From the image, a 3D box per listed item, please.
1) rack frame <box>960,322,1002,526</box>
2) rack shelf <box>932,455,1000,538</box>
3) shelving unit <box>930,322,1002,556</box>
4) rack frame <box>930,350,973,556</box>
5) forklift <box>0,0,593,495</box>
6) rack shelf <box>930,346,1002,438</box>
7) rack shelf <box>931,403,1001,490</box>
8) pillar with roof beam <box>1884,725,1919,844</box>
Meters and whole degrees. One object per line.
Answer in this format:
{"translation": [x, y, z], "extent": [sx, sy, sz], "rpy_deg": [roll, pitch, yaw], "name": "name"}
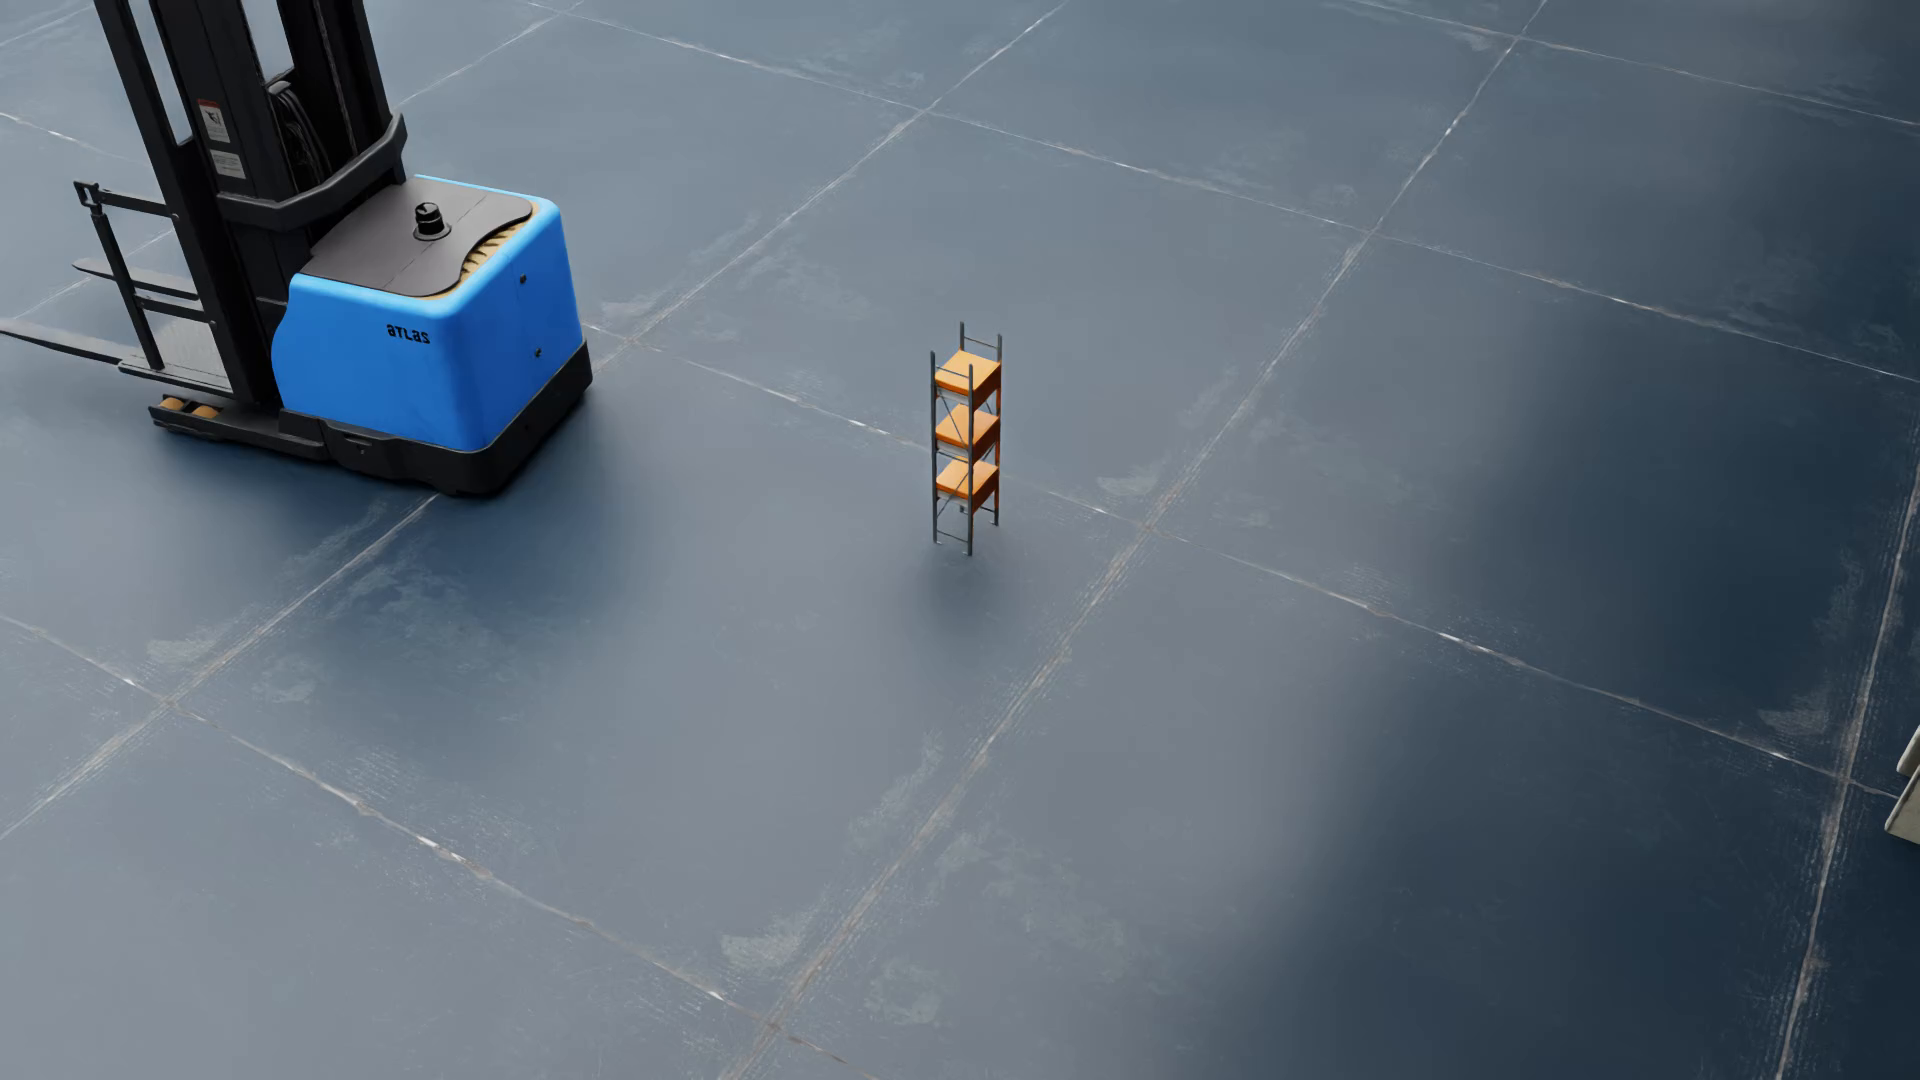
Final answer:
{"translation": [0.088, -0.494, 7.333], "extent": [0.200, 1.050, 0.008], "rpy_deg": [21, 45, 22], "name": "rack frame"}
{"translation": [0.027, -0.208, 7.444], "extent": [0.215, 0.259, 0.240], "rpy_deg": [21, 45, 22], "name": "rack shelf"}
{"translation": [0.027, -0.425, 7.253], "extent": [0.215, 1.050, 0.252], "rpy_deg": [21, 45, 22], "name": "shelving unit"}
{"translation": [-0.034, -0.355, 7.174], "extent": [0.200, 1.050, 0.008], "rpy_deg": [21, 45, 22], "name": "rack frame"}
{"translation": [-3.422, -1.902, 7.507], "extent": [3.031, 2.935, 1.130], "rpy_deg": [13, 43, 15], "name": "forklift"}
{"translation": [0.027, -0.630, 7.073], "extent": [0.215, 0.259, 0.240], "rpy_deg": [21, 45, 22], "name": "rack shelf"}
{"translation": [0.027, -0.417, 7.260], "extent": [0.215, 0.259, 0.240], "rpy_deg": [21, 45, 22], "name": "rack shelf"}
{"translation": [0.013, -3.758, 5.024], "extent": [9.100, 9.000, 0.400], "rpy_deg": [21, 45, 22], "name": "pillar with roof beam"}
